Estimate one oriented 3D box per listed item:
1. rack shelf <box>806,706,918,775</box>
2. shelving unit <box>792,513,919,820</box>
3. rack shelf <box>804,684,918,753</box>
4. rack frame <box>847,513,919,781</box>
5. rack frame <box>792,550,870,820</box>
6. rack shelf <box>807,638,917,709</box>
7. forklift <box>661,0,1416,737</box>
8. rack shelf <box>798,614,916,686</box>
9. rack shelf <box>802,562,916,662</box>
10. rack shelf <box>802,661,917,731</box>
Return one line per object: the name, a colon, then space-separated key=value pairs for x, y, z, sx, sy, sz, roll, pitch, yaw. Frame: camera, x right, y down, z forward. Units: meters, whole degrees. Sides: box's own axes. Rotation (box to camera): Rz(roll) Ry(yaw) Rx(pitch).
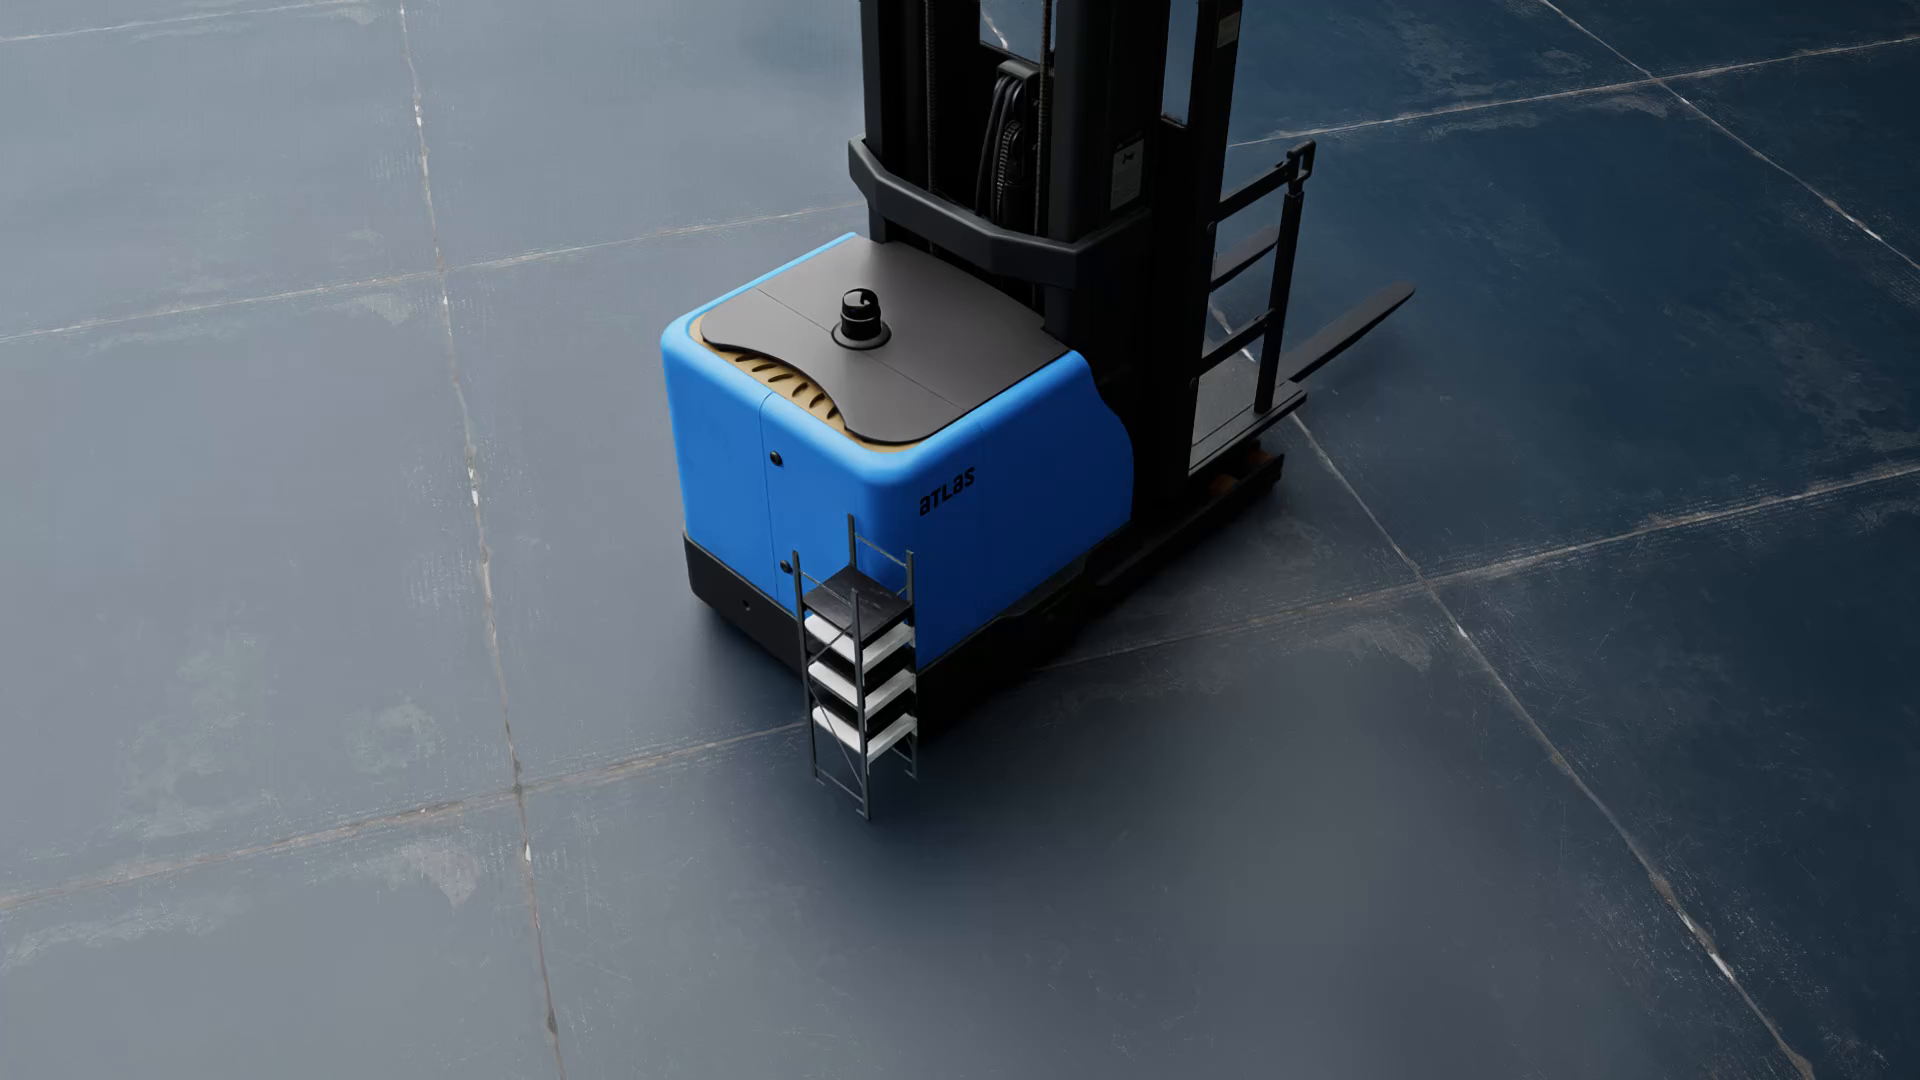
rack shelf: x=-0.281 y=0.530 z=4.783 sx=0.258 sy=0.077 sz=0.200 roll=31 pitch=50 yaw=31
shelving unit: x=-0.281 y=0.370 z=4.643 sx=0.258 sy=0.900 sz=0.210 roll=31 pitch=50 yaw=31
rack shelf: x=-0.281 y=0.463 z=4.724 sx=0.258 sy=0.077 sz=0.200 roll=31 pitch=50 yaw=31
rack frame: x=-0.213 y=0.320 z=4.699 sx=0.240 sy=0.900 sz=0.006 roll=31 pitch=50 yaw=31
rack frame: x=-0.350 y=0.419 z=4.586 sx=0.240 sy=0.900 sz=0.006 roll=31 pitch=50 yaw=31
rack shelf: x=-0.281 y=0.327 z=4.605 sx=0.258 sy=0.077 sz=0.200 roll=31 pitch=50 yaw=31
forklift: x=0.502 y=-1.383 z=5.105 sx=1.130 sy=2.935 sz=3.031 roll=33 pitch=51 yaw=32
rack shelf: x=-0.281 y=0.259 z=4.546 sx=0.258 sy=0.077 sz=0.200 roll=31 pitch=50 yaw=31
rack shelf: x=-0.281 y=0.191 z=4.487 sx=0.258 sy=0.077 sz=0.200 roll=31 pitch=50 yaw=31
rack shelf: x=-0.281 y=0.395 z=4.665 sx=0.258 sy=0.077 sz=0.200 roll=31 pitch=50 yaw=31
